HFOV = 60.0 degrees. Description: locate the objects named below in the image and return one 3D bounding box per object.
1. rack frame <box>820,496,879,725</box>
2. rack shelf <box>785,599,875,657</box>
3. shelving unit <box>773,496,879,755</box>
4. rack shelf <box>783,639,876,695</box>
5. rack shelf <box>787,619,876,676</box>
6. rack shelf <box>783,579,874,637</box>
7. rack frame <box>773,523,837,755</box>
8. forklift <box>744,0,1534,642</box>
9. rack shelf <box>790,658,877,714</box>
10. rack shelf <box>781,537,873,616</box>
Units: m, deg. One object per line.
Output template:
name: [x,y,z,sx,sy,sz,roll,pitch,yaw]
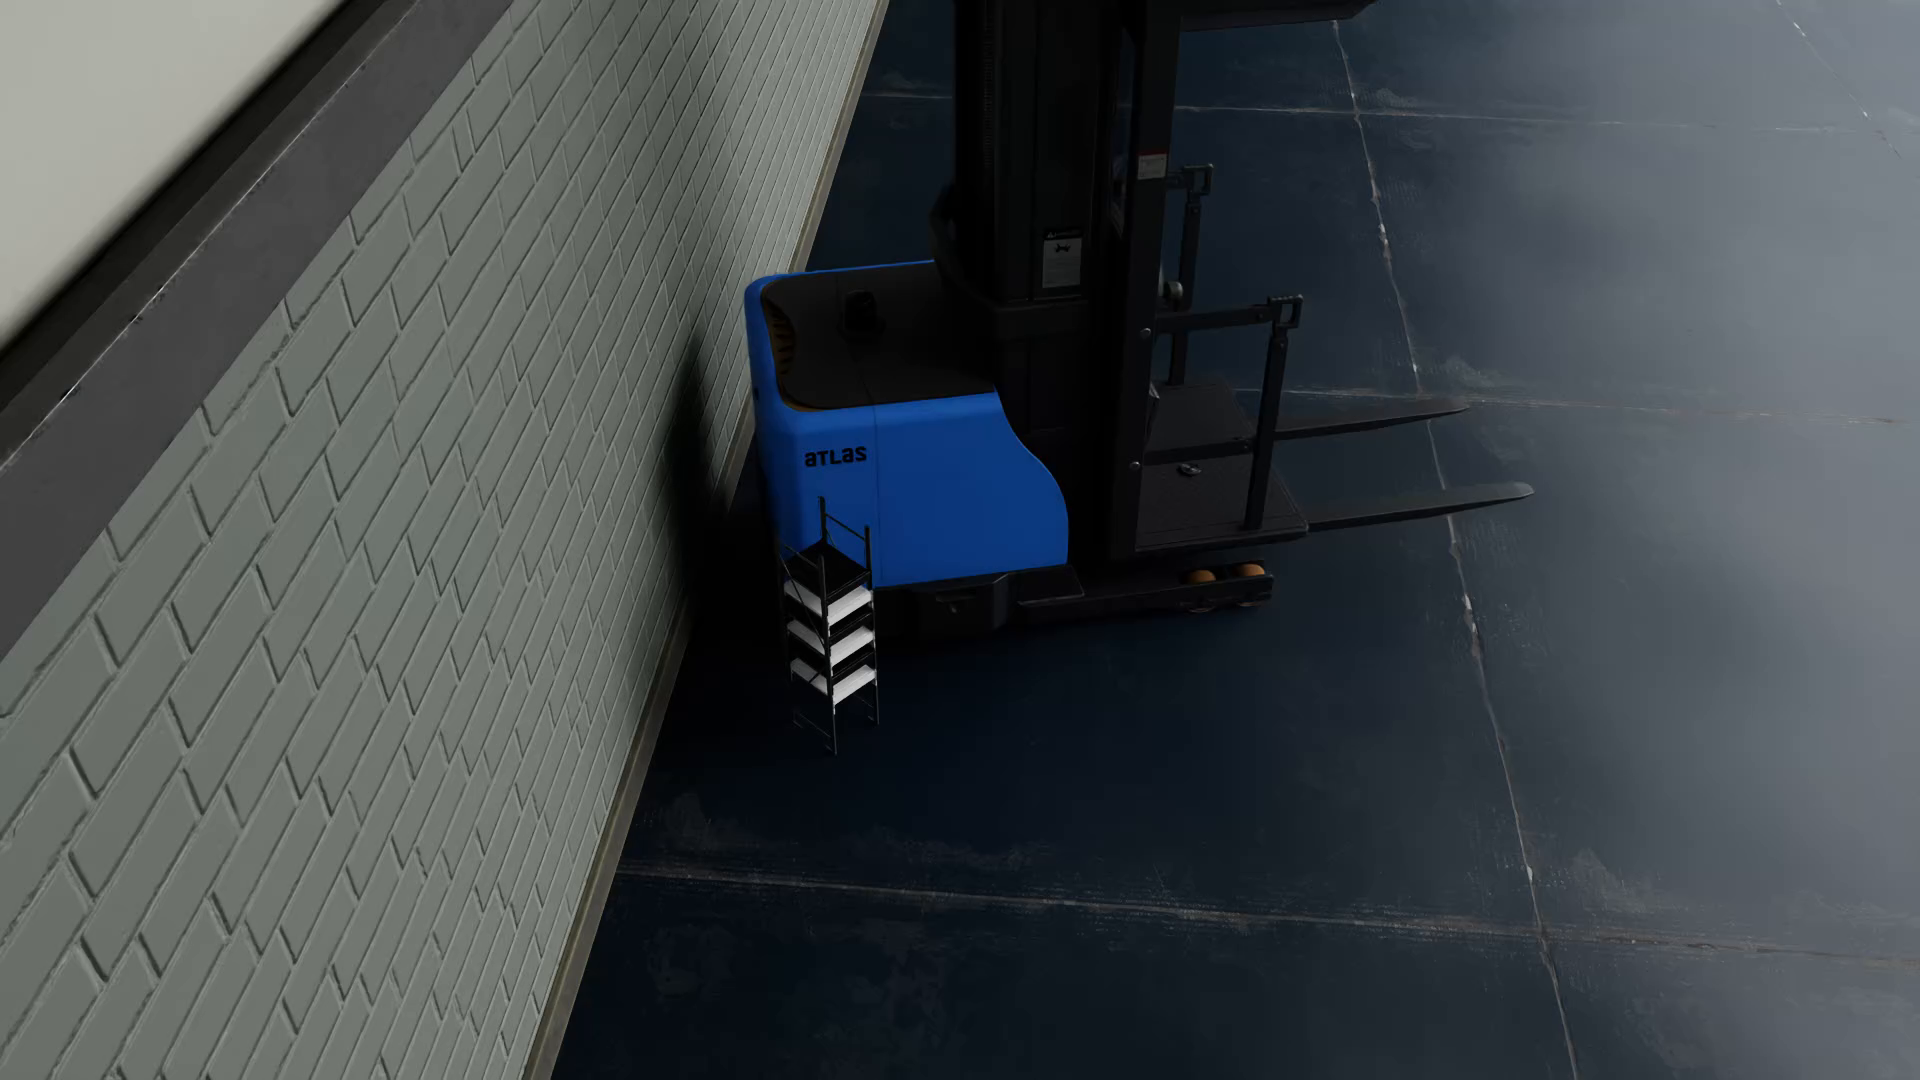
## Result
rack frame: [-0.377,0.258,5.721,0.240,0.900,0.006,32,49,33]
rack shelf: [-0.449,0.259,5.629,0.258,0.077,0.200,32,49,33]
shelving unit: [-0.449,0.303,5.664,0.258,0.900,0.210,32,49,33]
rack shelf: [-0.449,0.399,5.742,0.258,0.077,0.200,32,49,33]
rack shelf: [-0.449,0.329,5.686,0.258,0.077,0.200,32,49,33]
rack shelf: [-0.449,0.190,5.572,0.258,0.077,0.200,32,49,33]
rack frame: [-0.520,0.349,5.608,0.240,0.900,0.006,32,49,33]
forklift: [0.742,-1.177,5.875,3.031,2.935,1.130,-7,40,-9]
rack shelf: [-0.449,0.469,5.799,0.258,0.077,0.200,32,49,33]
rack shelf: [-0.449,0.120,5.515,0.258,0.077,0.200,32,49,33]
